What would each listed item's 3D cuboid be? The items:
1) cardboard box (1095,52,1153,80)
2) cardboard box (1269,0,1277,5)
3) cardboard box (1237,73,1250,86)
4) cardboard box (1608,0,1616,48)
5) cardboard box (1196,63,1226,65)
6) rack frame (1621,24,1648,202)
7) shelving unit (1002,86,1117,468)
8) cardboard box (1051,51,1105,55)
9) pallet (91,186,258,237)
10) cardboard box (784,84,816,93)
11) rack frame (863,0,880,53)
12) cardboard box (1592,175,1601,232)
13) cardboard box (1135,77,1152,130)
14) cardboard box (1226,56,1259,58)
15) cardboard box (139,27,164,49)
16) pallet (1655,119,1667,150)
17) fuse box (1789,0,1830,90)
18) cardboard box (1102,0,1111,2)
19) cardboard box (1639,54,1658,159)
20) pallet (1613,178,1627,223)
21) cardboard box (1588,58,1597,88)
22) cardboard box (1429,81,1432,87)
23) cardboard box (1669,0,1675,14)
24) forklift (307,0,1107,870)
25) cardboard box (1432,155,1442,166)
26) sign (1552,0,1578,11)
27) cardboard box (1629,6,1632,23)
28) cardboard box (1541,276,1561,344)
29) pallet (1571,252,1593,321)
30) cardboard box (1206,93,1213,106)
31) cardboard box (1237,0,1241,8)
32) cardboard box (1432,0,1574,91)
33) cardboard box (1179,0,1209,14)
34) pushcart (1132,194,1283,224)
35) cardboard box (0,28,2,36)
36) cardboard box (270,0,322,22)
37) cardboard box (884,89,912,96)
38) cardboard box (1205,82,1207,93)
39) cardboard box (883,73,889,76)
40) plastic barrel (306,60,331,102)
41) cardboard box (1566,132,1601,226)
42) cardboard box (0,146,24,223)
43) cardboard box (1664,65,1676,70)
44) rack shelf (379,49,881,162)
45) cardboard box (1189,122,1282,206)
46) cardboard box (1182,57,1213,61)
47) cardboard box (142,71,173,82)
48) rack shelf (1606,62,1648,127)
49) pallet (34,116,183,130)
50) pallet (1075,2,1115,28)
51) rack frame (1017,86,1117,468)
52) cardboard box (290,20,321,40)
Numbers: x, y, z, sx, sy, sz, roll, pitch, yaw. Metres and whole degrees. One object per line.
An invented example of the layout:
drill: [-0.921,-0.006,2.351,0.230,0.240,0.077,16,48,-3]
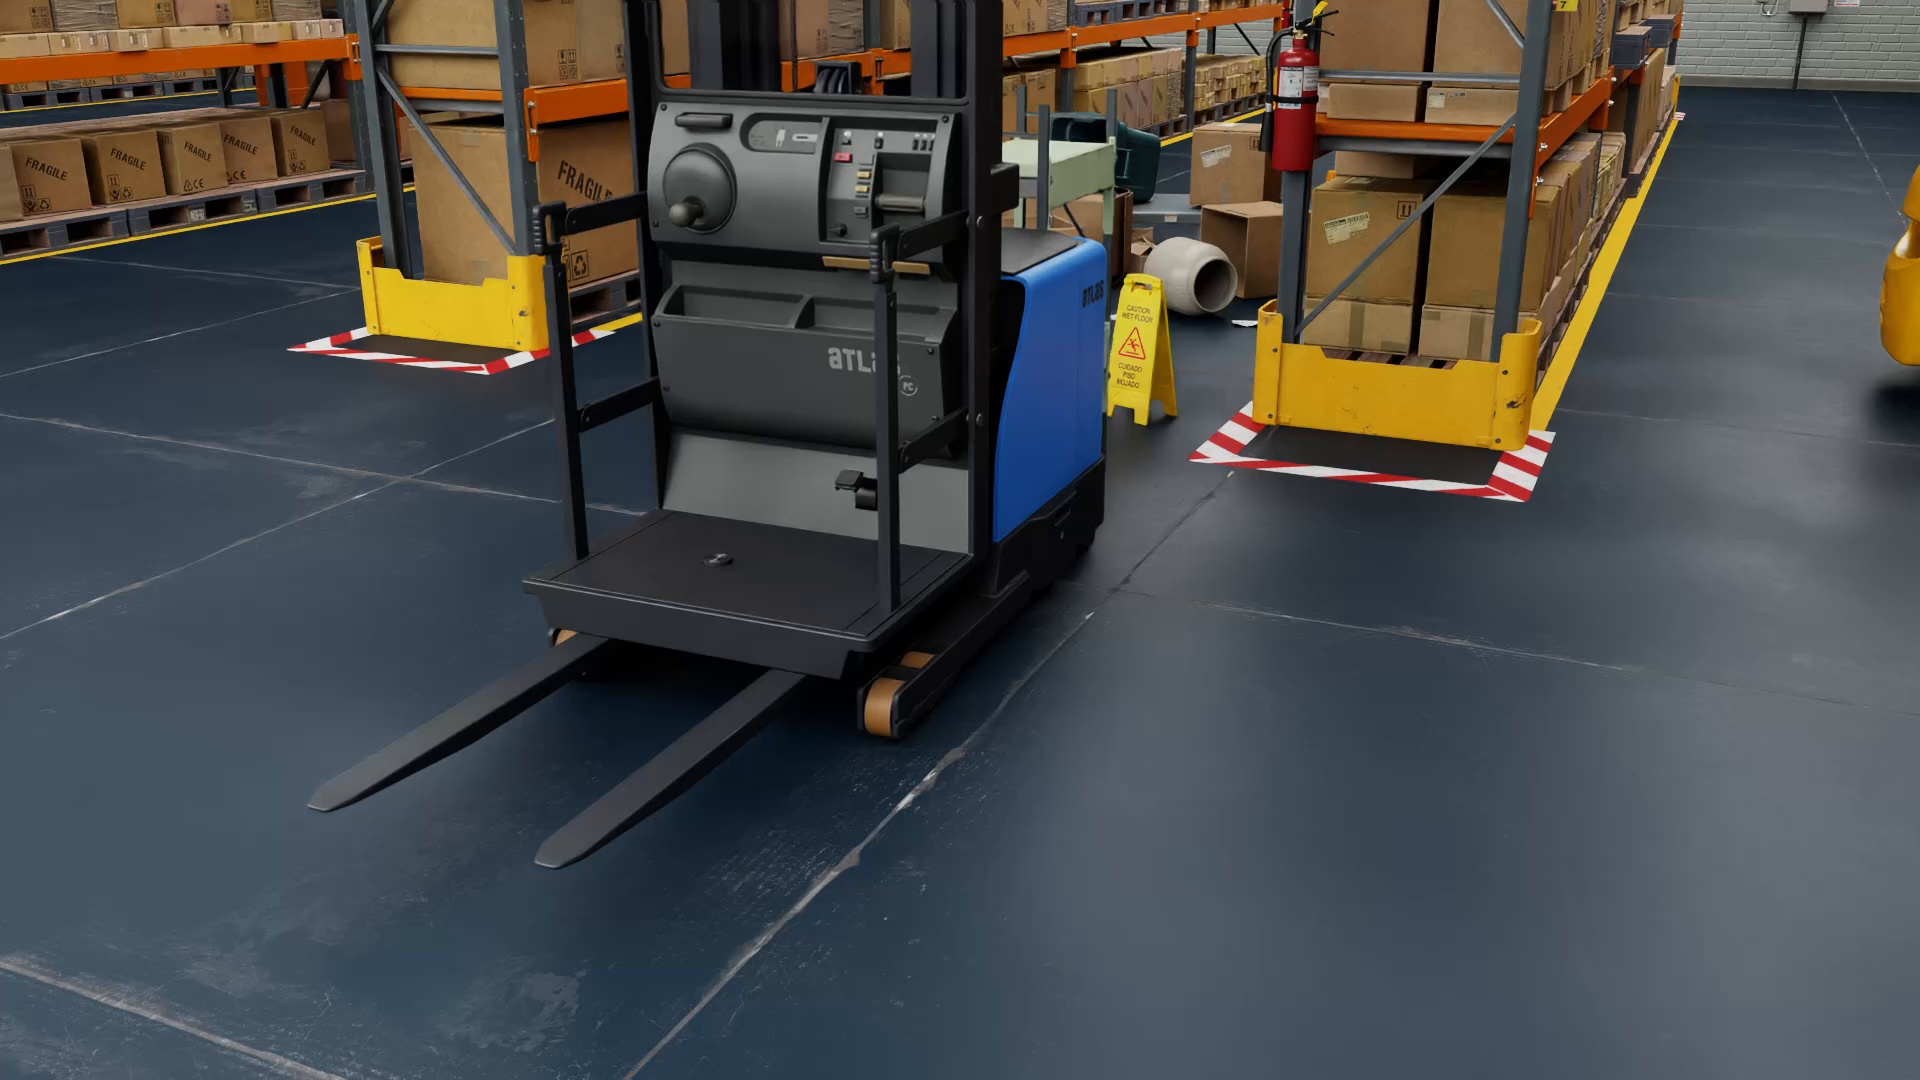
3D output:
cardboard box: [1.722,-5.000,17.535,0.500,0.250,0.500,8,21,20]
cardboard box: [3.985,-7.173,22.037,0.380,0.149,0.250,9,21,23]
cardboard box: [3.493,-5.905,21.281,0.380,0.149,0.250,9,21,24]
cardboard box: [3.549,-3.131,9.702,0.500,0.500,0.500,8,21,21]
cardboard box: [3.079,-5.823,20.607,0.380,0.149,0.250,8,21,20]
rack frame: [5.142,-4.336,13.685,1.000,3.000,0.127,9,21,23]
shelving unit: [0.264,-0.913,6.297,0.431,1.500,0.755,8,21,22]
cardboard box: [1.250,-5.073,17.740,0.500,0.250,0.500,9,22,25]
pallet: [-6.278,-2.575,12.894,1.003,0.211,1.213,9,21,23]
cardboard box: [-1.375,-2.776,11.842,0.875,0.875,0.875,9,21,24]
rack frame: [-1.053,-3.762,12.070,1.000,3.000,0.127,9,21,23]
cardboard box: [3.717,-2.234,11.068,0.950,0.372,0.625,9,21,23]
cardboard box: [1.725,-4.654,17.681,0.500,0.500,0.500,8,21,22]
cardboard box: [3.720,-6.299,21.946,0.380,0.149,0.250,9,21,24]
cardboard box: [-6.157,-3.726,12.345,0.380,0.149,0.250,9,21,23]
pallet: [7.163,-4.467,18.214,1.003,0.211,1.213,9,21,23]
fuse box: [12.562,-7.569,24.698,0.539,1.711,0.414,9,21,23]
cardboard box: [1.281,-5.420,16.482,0.380,0.149,0.250,10,22,25]
cardboard box: [5.870,-4.005,15.297,0.875,0.875,0.875,9,21,23]
pallet: [4.821,-2.784,13.481,1.003,0.211,1.213,9,21,23]
cardboard box: [3.237,-2.544,9.020,0.380,0.149,0.250,8,21,22]
cardboard box: [2.262,-2.226,8.126,0.380,0.149,0.250,9,21,23]
cardboard box: [7.211,-5.714,17.409,0.500,0.500,0.500,9,22,24]
forklift: [-0.535,-1.008,4.429,1.130,2.935,3.031,8,21,22]
cardboard box: [2.261,-2.011,8.536,0.380,0.149,0.250,10,22,25]
sign: [2.361,-2.224,6.454,0.100,0.325,0.005,9,21,23]
cardboard box: [4.422,-3.639,11.473,0.380,0.149,0.250,9,21,23]
cardboard box: [2.665,-1.157,8.221,0.500,0.250,0.500,9,22,25]
pallet: [3.261,-1.589,10.123,1.003,0.211,1.213,9,21,23]
cardboard box: [2.828,-5.294,20.005,0.380,0.149,0.250,8,21,22]
cardboard box: [3.283,-6.708,20.730,0.380,0.149,0.250,9,21,24]
cardboard box: [2.313,-2.185,7.042,0.500,0.500,0.500,8,21,22]
cardboard box: [2.637,-6.131,19.106,0.380,0.149,0.250,9,22,25]
pushcart: [1.404,-2.175,11.523,1.648,0.377,0.936,1,20,4]
cardboard box: [-6.925,-3.602,11.028,0.875,0.500,0.500,9,21,23]
cardboard box: [-5.778,-4.531,13.641,0.875,0.500,0.500,9,21,23]
cardboard box: [-0.881,-3.102,12.945,1.050,0.750,0.750,8,21,22]
cardboard box: [2.752,-5.438,19.967,0.380,0.149,0.250,8,21,22]
cardboard box: [-1.549,-6.581,22.543,0.875,0.875,0.875,9,21,23]
plastic barrel: [-8.083,-5.738,20.713,0.421,0.512,0.421,0,20,0]
cardboard box: [3.507,-2.151,9.899,0.500,0.500,0.500,8,21,22]
cardboard box: [-6.904,-2.459,11.511,0.500,0.500,0.500,13,23,33]
cardboard box: [8.239,-5.557,20.315,0.875,0.438,0.875,8,21,21]
rack shelf: [-1.872,-2.811,10.471,1.077,0.370,4.000,9,21,23]
cardboard box: [1.868,-2.528,11.200,0.500,0.500,0.500,9,21,23]
cardboard box: [3.087,-6.204,21.677,0.380,0.149,0.250,7,21,20]
cardboard box: [-11.654,-6.815,23.730,0.500,0.500,0.500,9,21,23]
rack shelf: [4.323,-3.386,12.086,1.077,0.370,4.000,9,21,23]
pallet: [-9.271,-4.459,18.191,1.003,0.211,1.213,9,21,23]
pallet: [0.779,-5.127,16.194,1.213,0.211,1.003,9,21,23]
rack frame: [0.408,-1.025,6.614,0.400,1.500,0.023,8,21,22]
cardboard box: [-5.468,-4.174,13.603,0.380,0.149,0.250,9,21,23]
